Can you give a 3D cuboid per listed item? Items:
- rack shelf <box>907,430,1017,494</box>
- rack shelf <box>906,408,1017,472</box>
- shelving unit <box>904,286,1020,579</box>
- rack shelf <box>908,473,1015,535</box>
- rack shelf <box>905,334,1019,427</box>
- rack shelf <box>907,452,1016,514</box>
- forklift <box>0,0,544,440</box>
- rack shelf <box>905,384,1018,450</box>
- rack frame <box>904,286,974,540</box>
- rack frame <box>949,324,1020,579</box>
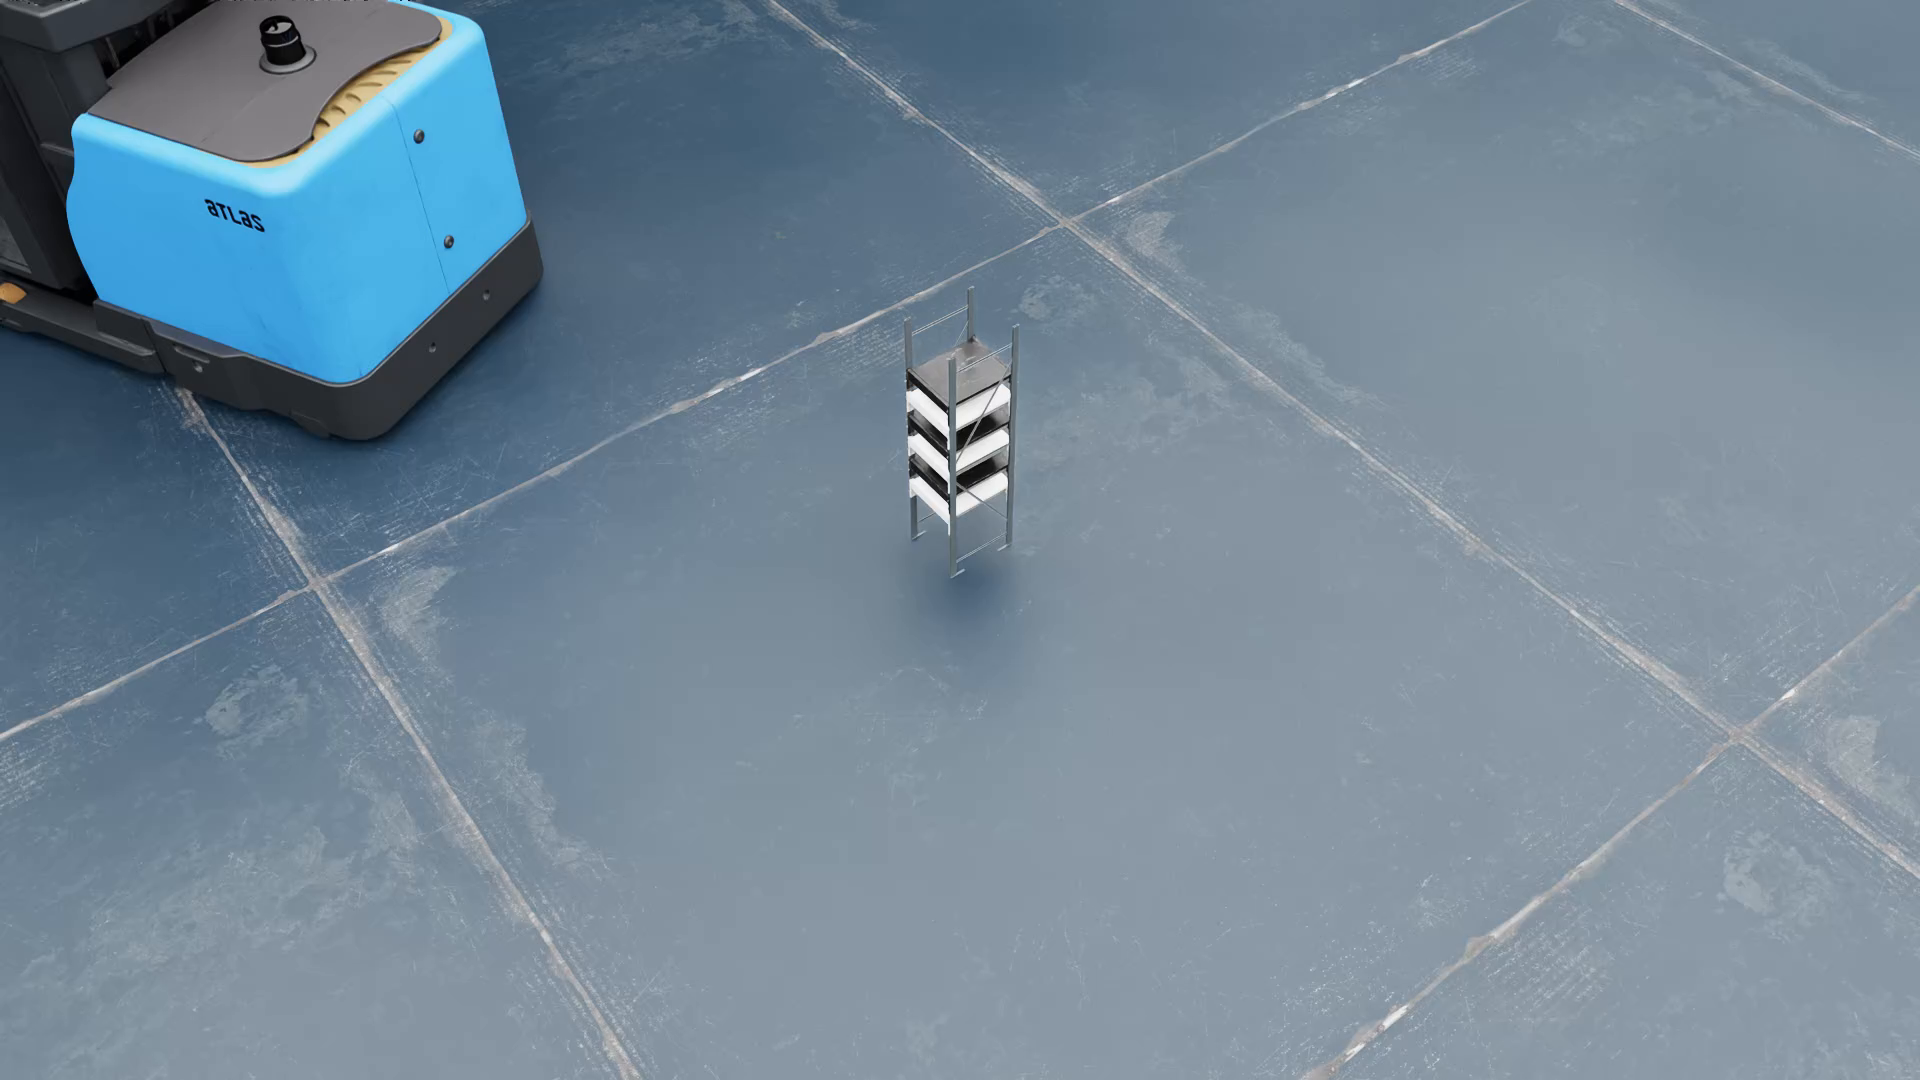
[{"bbox_3d":[0.005,-0.275,4.937,0.258,0.077,0.200,-29,54,-24],"label":"rack shelf"},{"bbox_3d":[0.005,-0.336,4.870,0.258,0.077,0.200,-29,54,-24],"label":"rack shelf"},{"bbox_3d":[0.005,-0.297,4.912,0.258,0.900,0.210,-29,54,-24],"label":"shelving unit"},{"bbox_3d":[0.005,-0.154,5.070,0.258,0.077,0.200,-29,54,-24],"label":"rack shelf"},{"bbox_3d":[0.005,-0.456,4.737,0.258,0.077,0.200,-29,54,-24],"label":"rack shelf"},{"bbox_3d":[0.005,-0.215,5.004,0.258,0.077,0.200,-29,54,-24],"label":"rack shelf"},{"bbox_3d":[-3.068,-2.065,5.144,3.031,2.935,1.130,19,51,17],"label":"forklift"},{"bbox_3d":[0.005,-0.396,4.804,0.258,0.077,0.200,-29,54,-24],"label":"rack shelf"},{"bbox_3d":[-0.057,-0.357,4.967,0.240,0.900,0.006,-29,54,-24],"label":"rack frame"},{"bbox_3d":[0.066,-0.237,4.858,0.240,0.900,0.006,-29,54,-24],"label":"rack frame"}]
